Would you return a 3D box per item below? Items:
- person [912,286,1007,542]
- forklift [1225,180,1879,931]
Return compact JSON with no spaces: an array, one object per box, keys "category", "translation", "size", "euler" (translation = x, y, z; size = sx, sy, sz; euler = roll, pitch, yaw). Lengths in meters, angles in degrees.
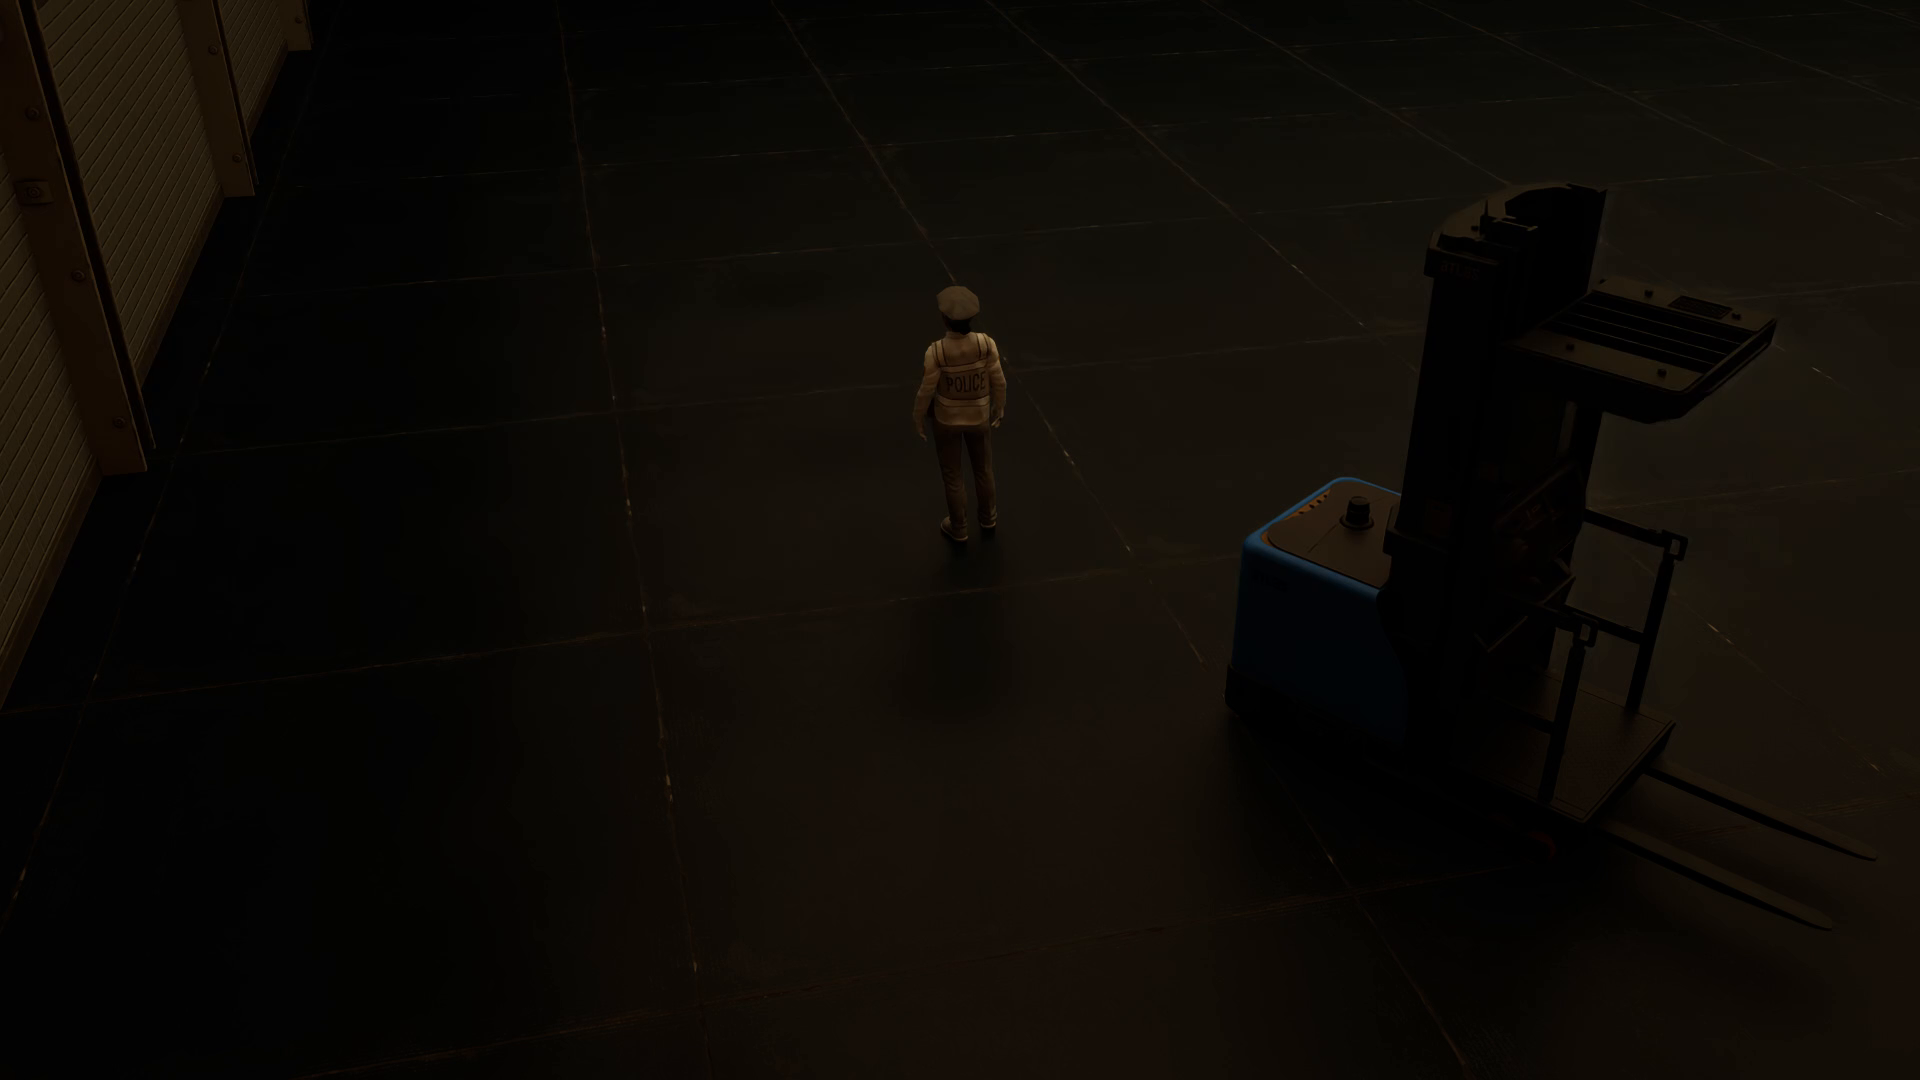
[{"category":"person","translation":[-0.010,-0.774,10.131],"size":[0.588,1.695,0.531],"euler":[-7,31,-12]},{"category":"forklift","translation":[2.844,-0.028,7.623],"size":[3.031,2.935,1.130],"euler":[24,38,35]}]
